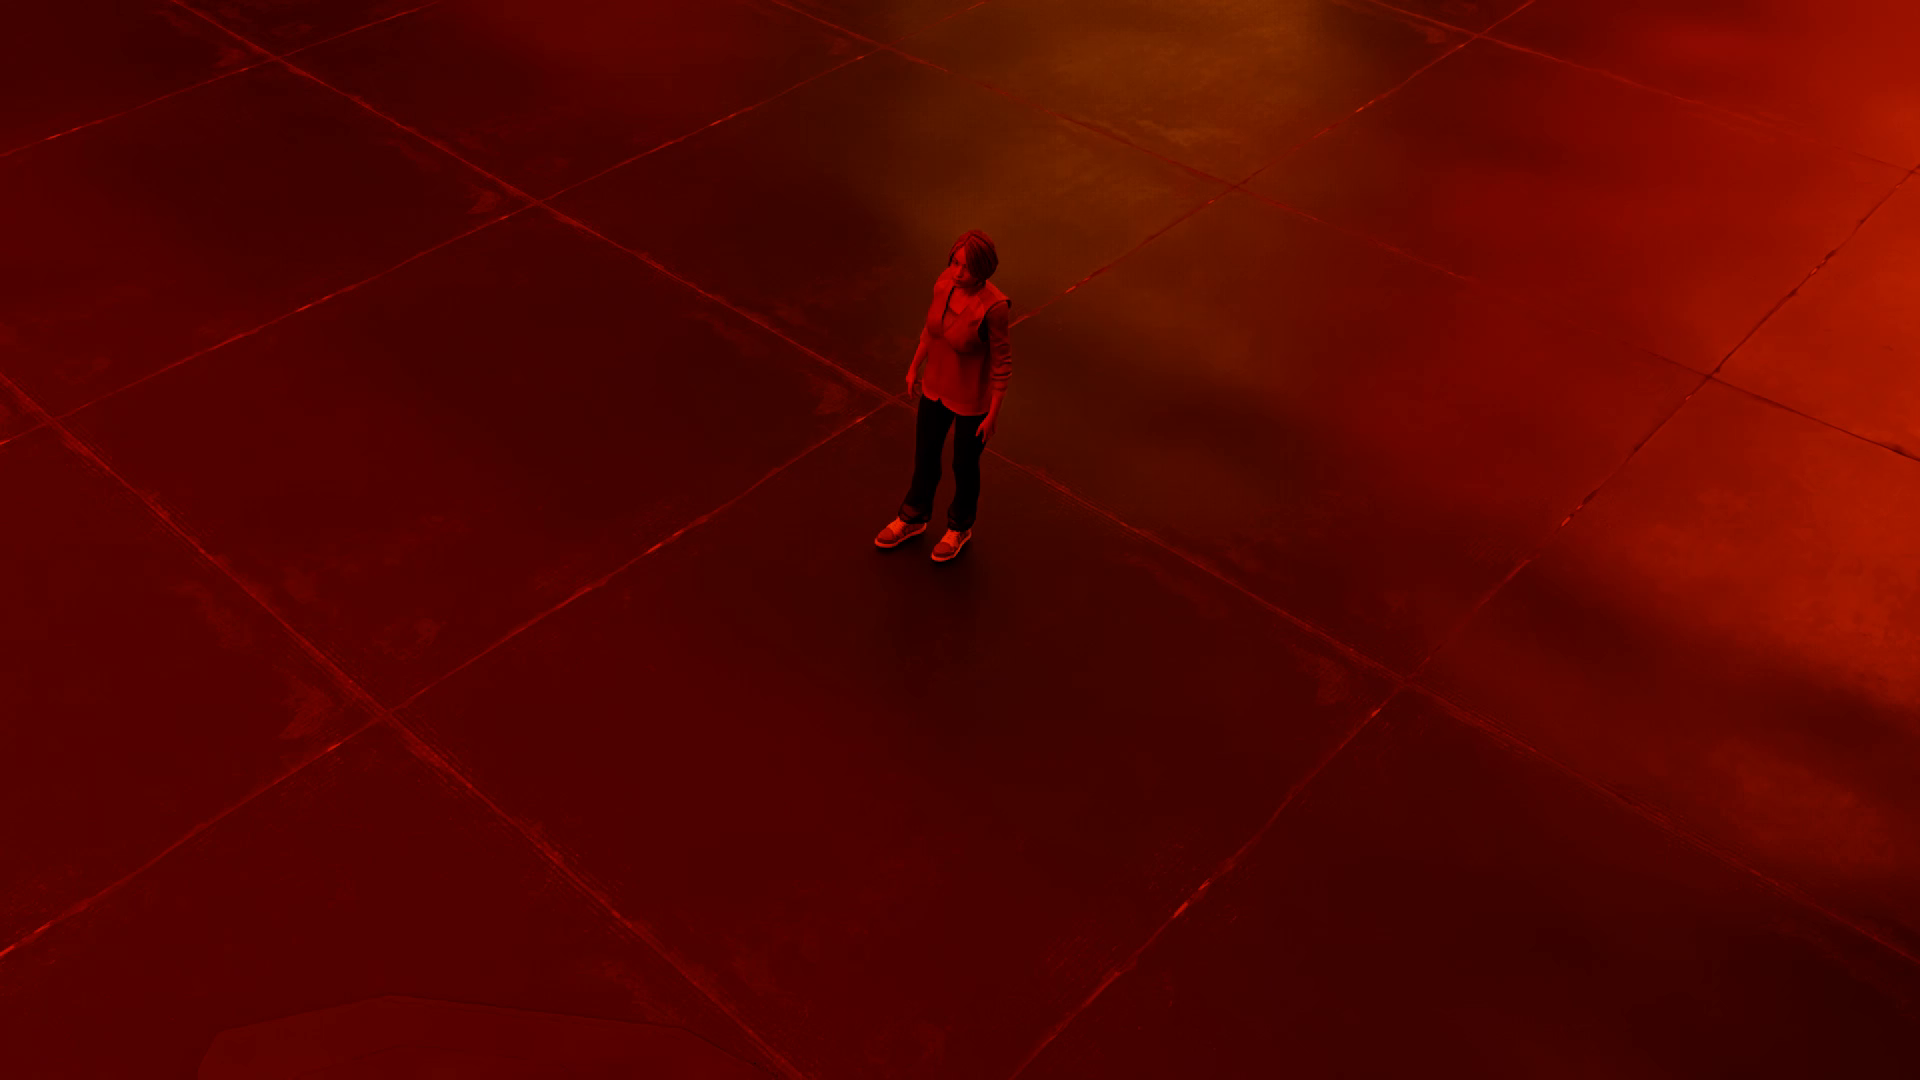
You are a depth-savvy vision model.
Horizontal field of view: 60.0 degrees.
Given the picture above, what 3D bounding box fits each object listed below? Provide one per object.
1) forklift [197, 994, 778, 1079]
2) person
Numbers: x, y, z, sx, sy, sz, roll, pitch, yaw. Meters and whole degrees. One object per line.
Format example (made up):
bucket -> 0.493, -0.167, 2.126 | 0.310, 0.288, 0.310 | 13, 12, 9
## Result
forklift -> -0.759, 2.259, 2.795 | 1.130, 2.935, 3.031 | 5, 41, 6
person -> -0.061, -0.582, 7.120 | 0.520, 1.599, 0.473 | 31, 49, 31
